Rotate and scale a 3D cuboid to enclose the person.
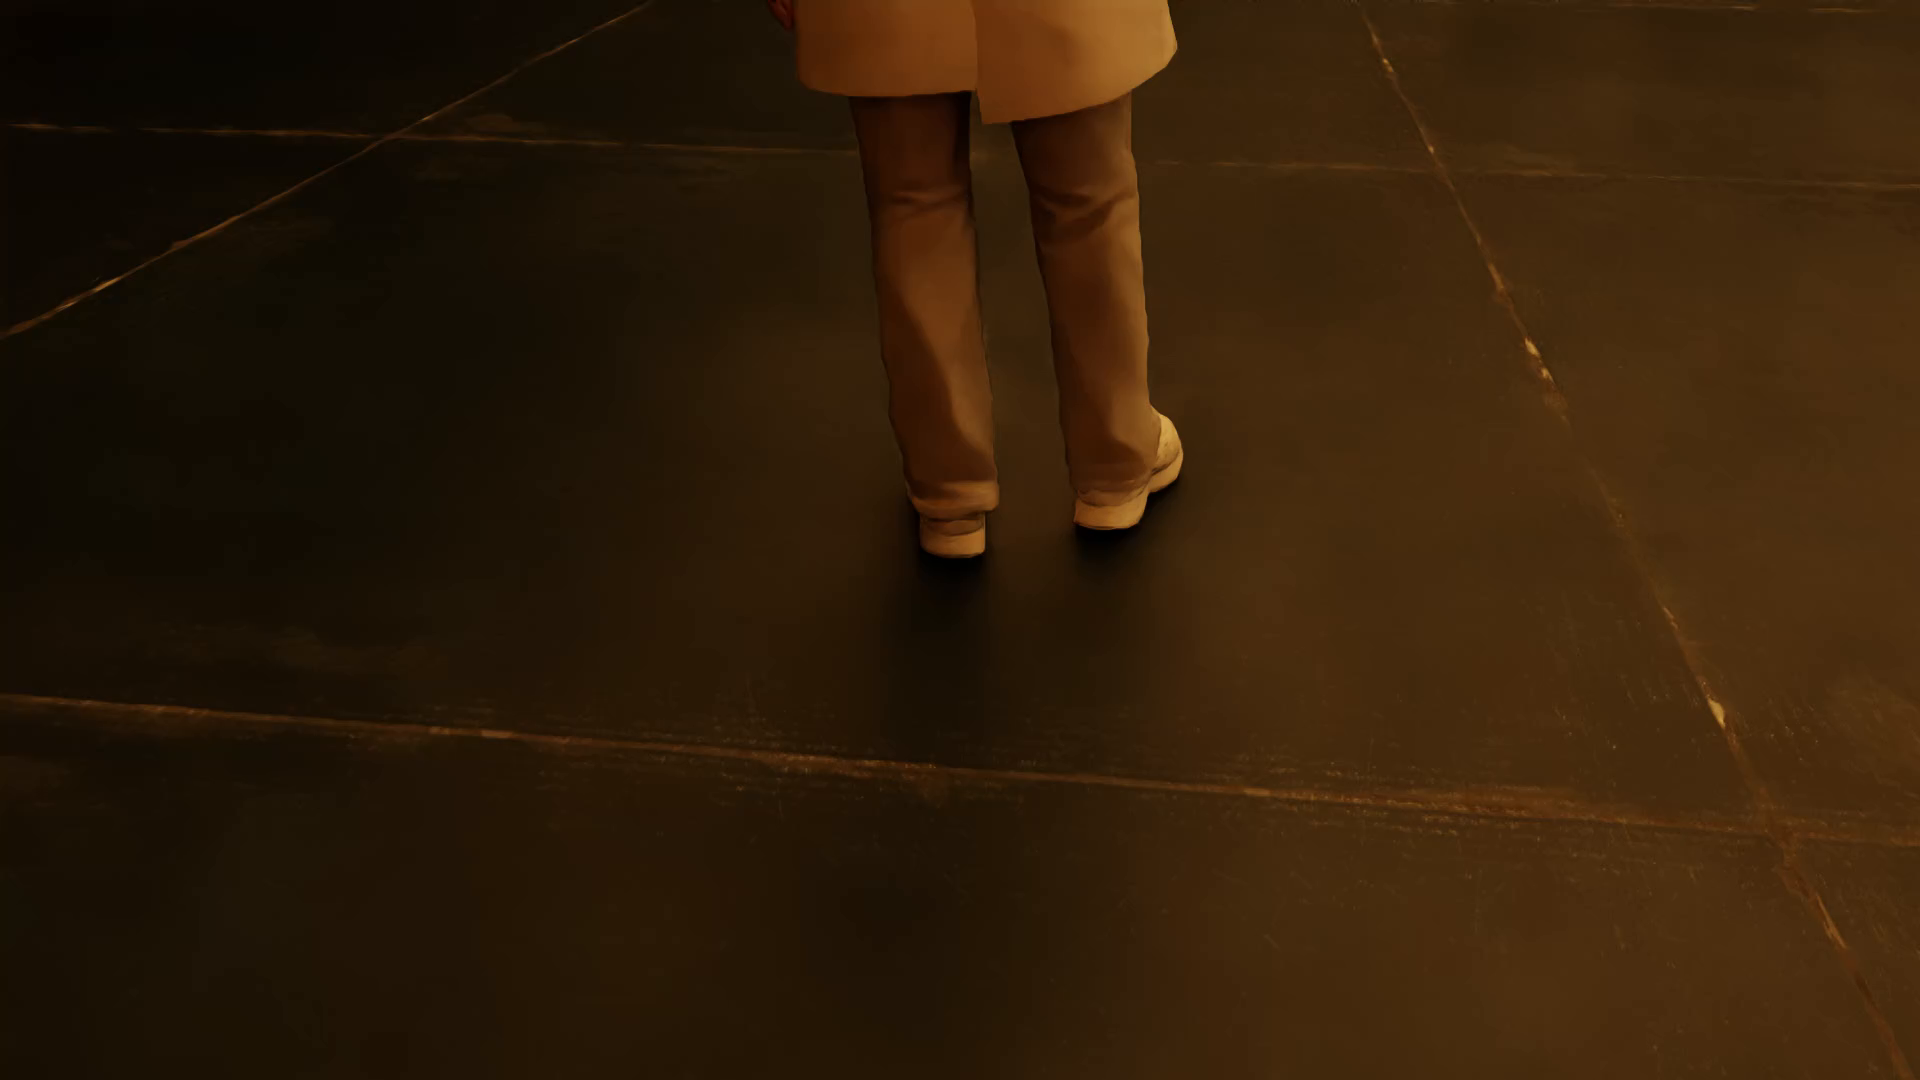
[{"bbox_3d":[0.017,-0.842,2.180,0.694,1.776,0.579,3,27,7],"label":"person"}]
